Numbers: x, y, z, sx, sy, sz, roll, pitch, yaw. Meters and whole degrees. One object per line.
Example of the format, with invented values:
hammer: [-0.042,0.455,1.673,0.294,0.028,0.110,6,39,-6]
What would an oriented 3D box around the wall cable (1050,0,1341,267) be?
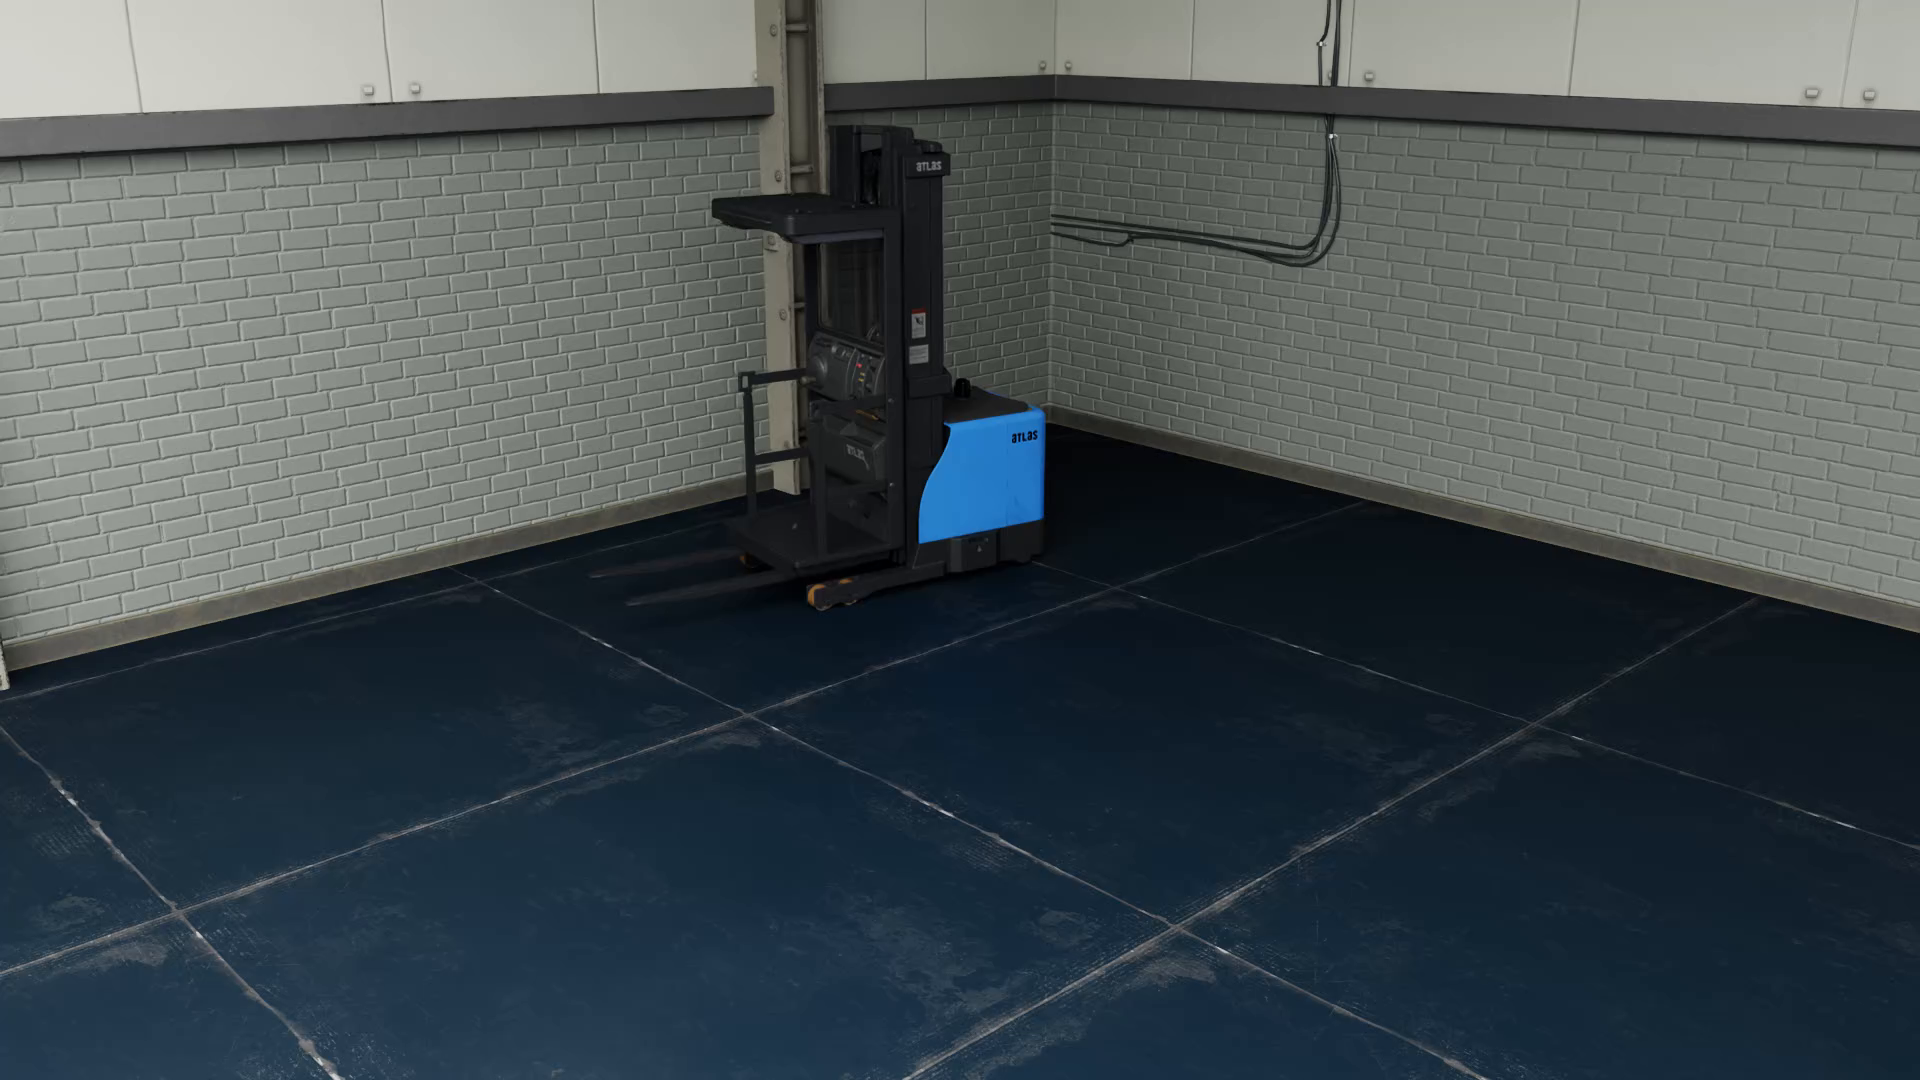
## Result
wall cable: [1.792,-3.559,13.405,0.112,2.526,3.097,-16,24,-41]

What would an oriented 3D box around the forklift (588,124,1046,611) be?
forklift: [-0.920,-1.130,10.717,3.031,2.935,1.130,-11,21,-31]

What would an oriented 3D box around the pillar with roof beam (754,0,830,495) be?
pillar with roof beam: [1.701,-3.743,8.939,0.400,9.000,9.100,-16,24,-41]
